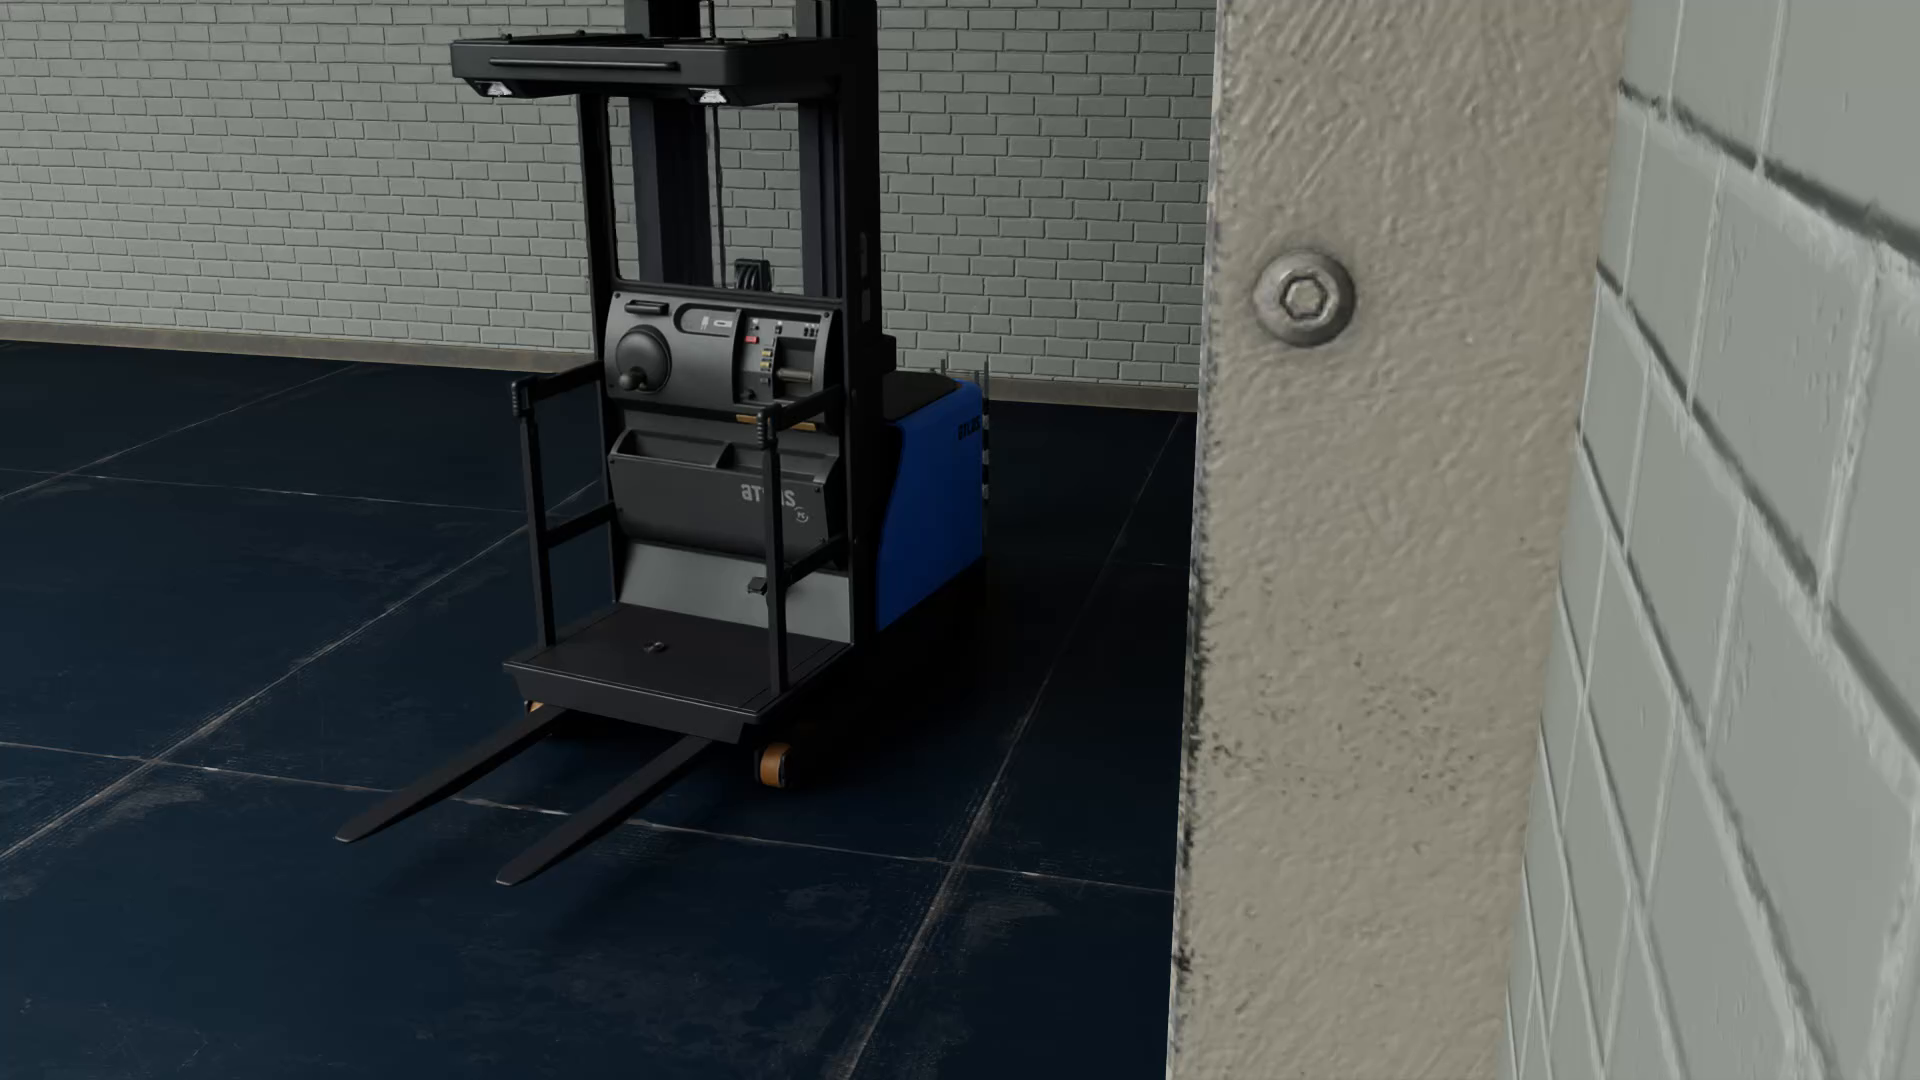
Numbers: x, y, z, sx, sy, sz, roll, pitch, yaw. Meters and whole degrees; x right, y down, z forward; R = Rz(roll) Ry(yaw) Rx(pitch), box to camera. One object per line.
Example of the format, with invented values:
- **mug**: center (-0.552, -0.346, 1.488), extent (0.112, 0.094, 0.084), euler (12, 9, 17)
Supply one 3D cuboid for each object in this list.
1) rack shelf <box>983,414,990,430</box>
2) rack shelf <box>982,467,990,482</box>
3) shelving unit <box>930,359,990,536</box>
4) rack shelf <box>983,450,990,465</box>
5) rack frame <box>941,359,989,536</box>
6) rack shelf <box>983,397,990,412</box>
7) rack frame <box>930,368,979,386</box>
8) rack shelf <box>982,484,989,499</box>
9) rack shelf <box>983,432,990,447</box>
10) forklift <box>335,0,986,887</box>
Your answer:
- **rack shelf**: center (-0.002, -0.562, 8.163), extent (0.258, 0.077, 0.200), euler (5, 19, 13)
- **rack shelf**: center (-0.002, -0.307, 8.250), extent (0.258, 0.077, 0.200), euler (5, 19, 13)
- **shelving unit**: center (-0.002, -0.423, 8.211), extent (0.258, 0.900, 0.210), euler (5, 19, 13)
- **rack shelf**: center (-0.002, -0.392, 8.221), extent (0.258, 0.077, 0.200), euler (5, 19, 13)
- **rack frame**: center (0.023, -0.455, 8.304), extent (0.240, 0.900, 0.006), euler (5, 19, 13)
- **rack shelf**: center (-0.002, -0.647, 8.134), extent (0.258, 0.077, 0.200), euler (5, 19, 13)
- **rack frame**: center (-0.027, -0.391, 8.117), extent (0.240, 0.900, 0.006), euler (5, 19, 13)
- **rack shelf**: center (-0.002, -0.221, 8.280), extent (0.258, 0.077, 0.200), euler (5, 19, 13)
- **rack shelf**: center (-0.002, -0.477, 8.192), extent (0.258, 0.077, 0.200), euler (5, 19, 13)
- **forklift**: center (-0.962, -0.674, 5.803), extent (1.130, 2.935, 3.031), euler (8, 21, 23)
